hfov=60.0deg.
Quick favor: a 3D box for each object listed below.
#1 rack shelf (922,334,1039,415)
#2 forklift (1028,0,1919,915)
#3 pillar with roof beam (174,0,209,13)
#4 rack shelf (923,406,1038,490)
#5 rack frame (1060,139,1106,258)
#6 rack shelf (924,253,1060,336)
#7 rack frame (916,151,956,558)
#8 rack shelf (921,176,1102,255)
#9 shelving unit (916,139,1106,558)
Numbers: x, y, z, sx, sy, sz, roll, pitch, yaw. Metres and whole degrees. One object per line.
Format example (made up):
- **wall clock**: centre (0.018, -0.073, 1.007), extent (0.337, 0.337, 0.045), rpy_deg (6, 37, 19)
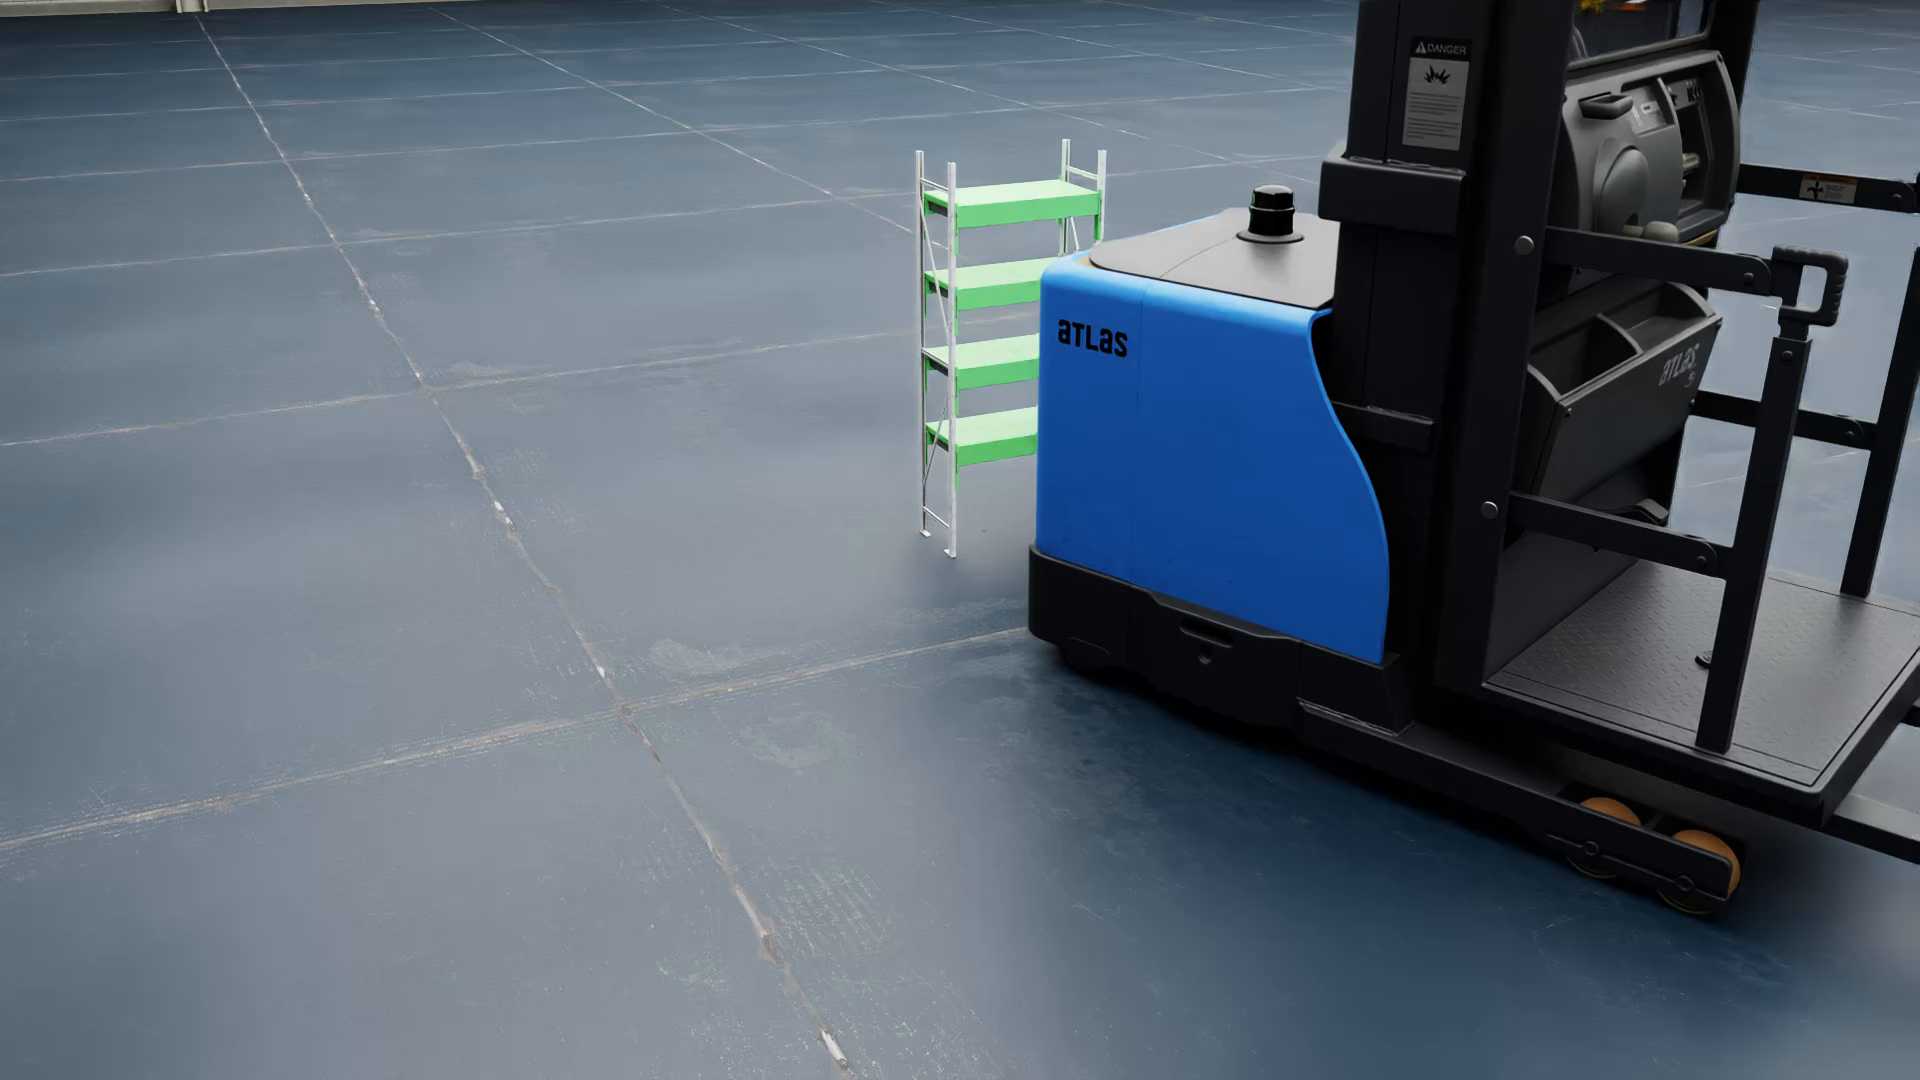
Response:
- **rack shelf**: centre (0.149, -0.523, 5.111), extent (0.480, 0.148, 0.258), rpy_deg (-10, 25, -24)
- **forklift**: centre (1.624, -0.817, 3.391), extent (3.031, 2.935, 1.130), rpy_deg (19, 29, 38)
- **pillar with roof beam**: centre (-8.596, -9.886, 17.366), extent (0.400, 9.000, 9.100), rpy_deg (-10, 25, -24)
- **rack shelf**: centre (0.149, -0.301, 5.203), extent (0.480, 0.148, 0.258), rpy_deg (-10, 25, -24)
- **rack frame**: centre (0.369, -0.622, 5.185), extent (0.015, 1.200, 0.240), rpy_deg (-10, 25, -24)
- **rack shelf**: centre (0.149, -0.745, 5.019), extent (0.480, 0.148, 0.258), rpy_deg (-10, 25, -24)
- **rack frame**: centre (-0.071, -0.541, 4.989), extent (0.015, 1.200, 0.240), rpy_deg (-10, 25, -24)
- **rack shelf**: centre (0.149, -0.966, 4.928), extent (0.480, 0.148, 0.258), rpy_deg (-10, 25, -24)
- **shelving unit**: centre (0.149, -0.582, 5.087), extent (0.503, 1.200, 0.258), rpy_deg (-10, 25, -24)
